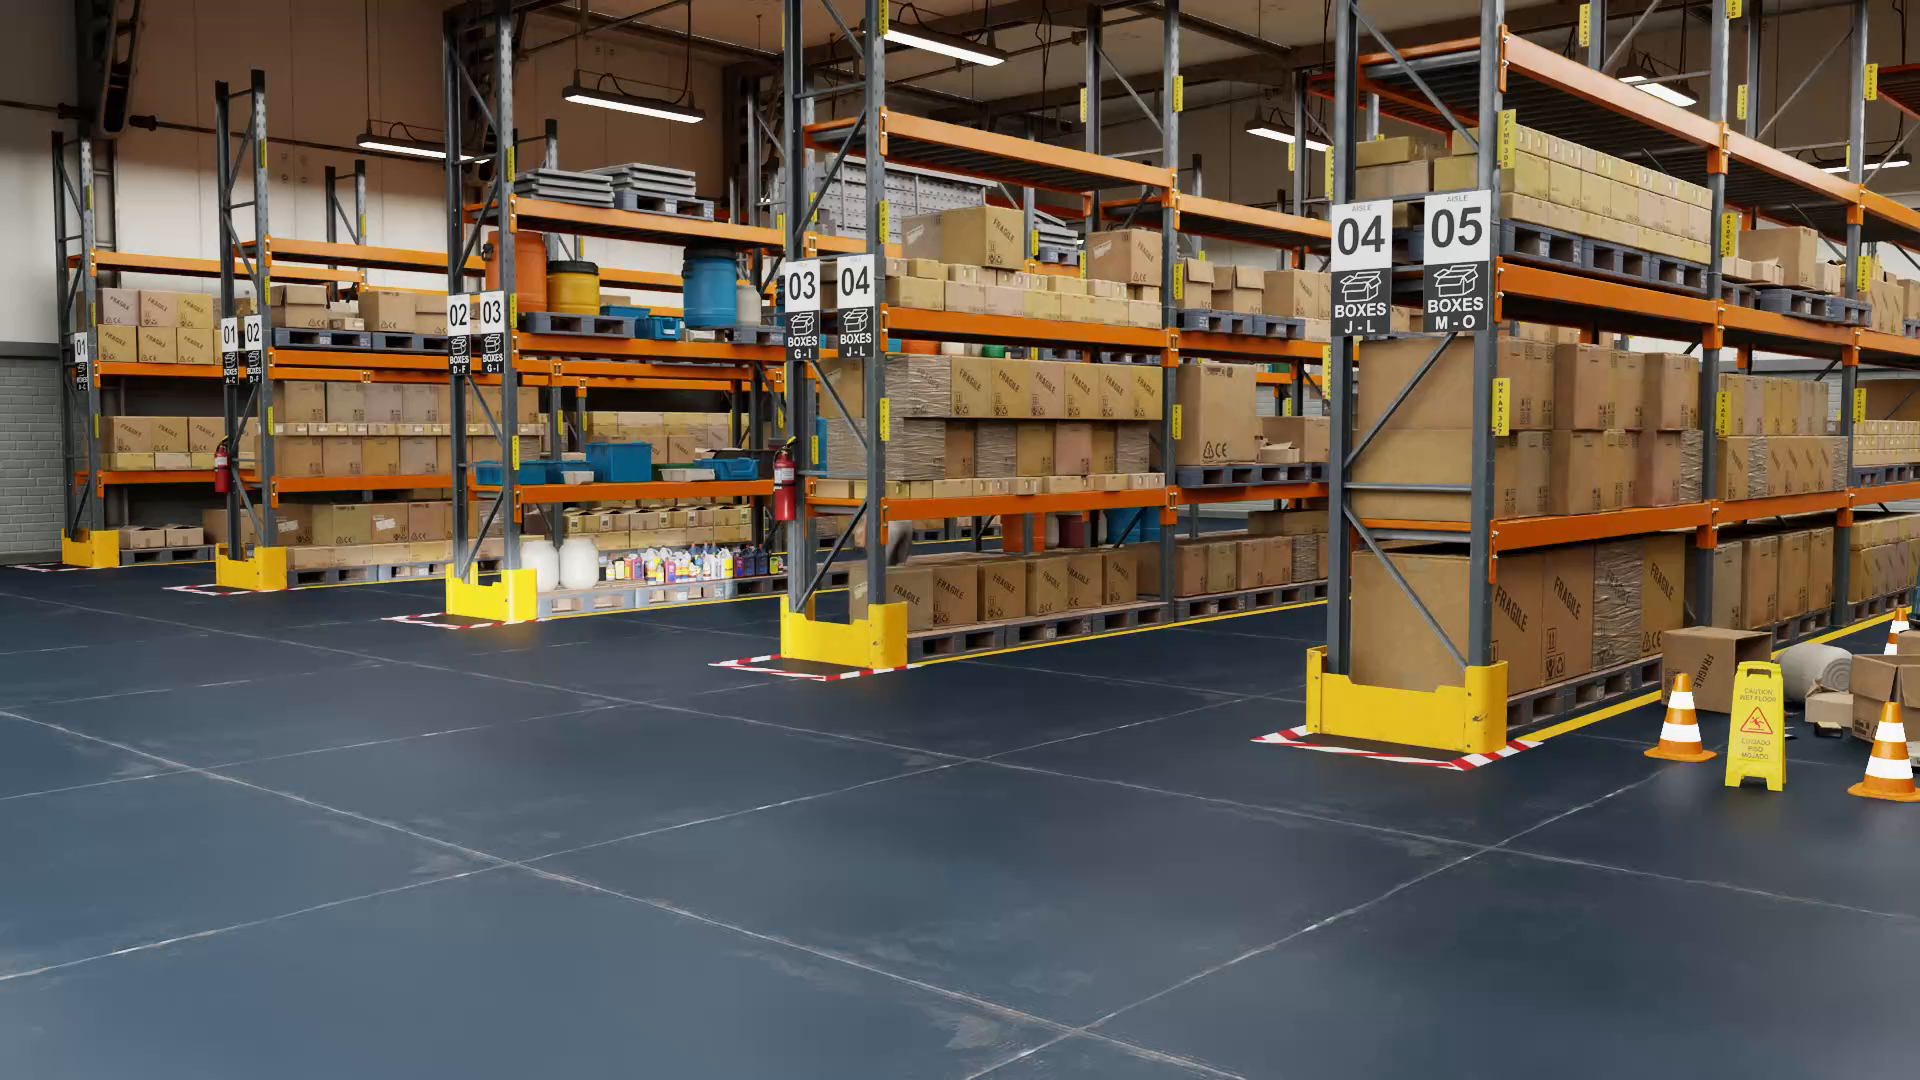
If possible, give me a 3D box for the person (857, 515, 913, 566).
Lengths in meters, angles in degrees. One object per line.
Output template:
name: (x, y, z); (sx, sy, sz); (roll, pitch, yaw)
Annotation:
person: (-0.739, -0.020, 16.443); (0.546, 1.597, 0.404); (3, 5, 40)
